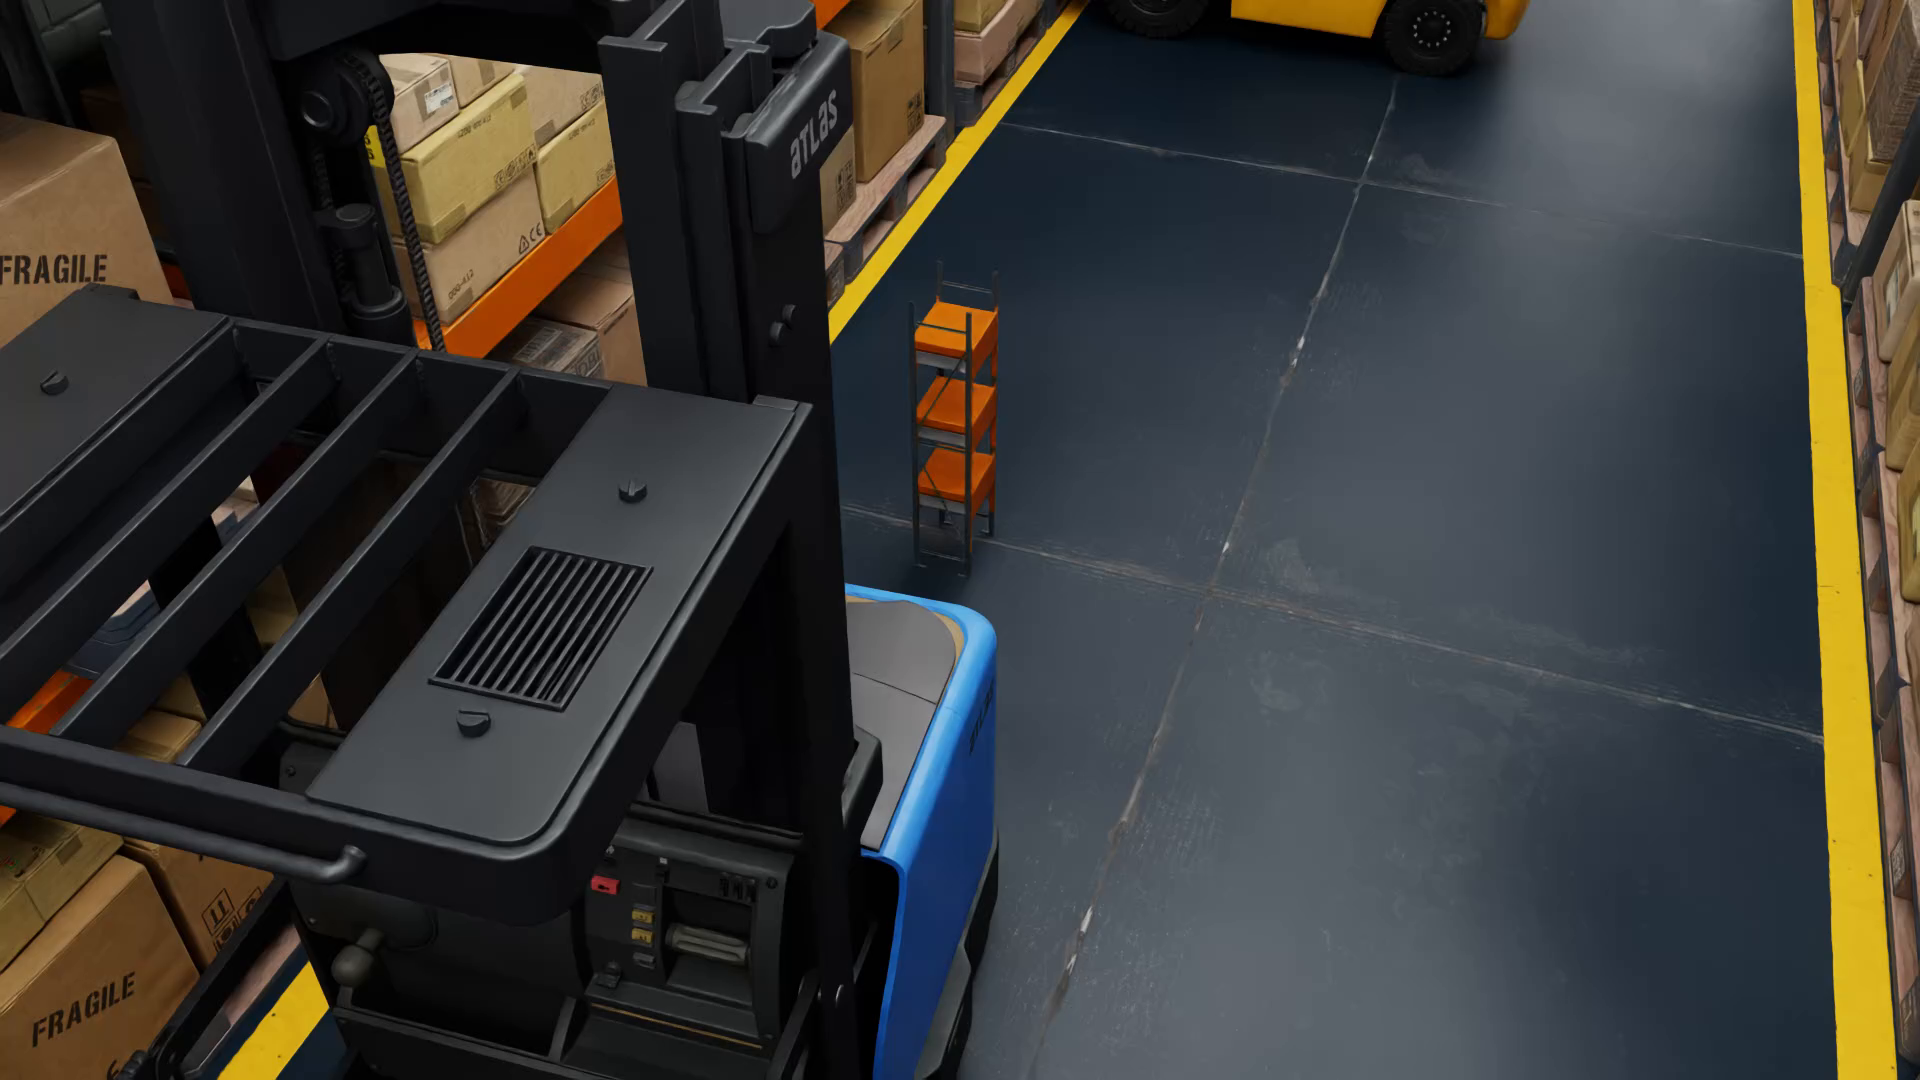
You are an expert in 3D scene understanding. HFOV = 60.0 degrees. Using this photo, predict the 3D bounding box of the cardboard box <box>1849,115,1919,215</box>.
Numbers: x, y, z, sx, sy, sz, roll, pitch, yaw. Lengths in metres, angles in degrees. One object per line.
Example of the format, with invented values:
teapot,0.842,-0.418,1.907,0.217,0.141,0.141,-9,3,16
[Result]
cardboard box,4.099,-1.579,7.084,0.500,0.250,0.500,15,43,17

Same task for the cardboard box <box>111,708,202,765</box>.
cardboard box,-2.011,0.522,3.930,0.380,0.149,0.250,12,42,14

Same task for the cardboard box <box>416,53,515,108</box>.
cardboard box,-1.408,-1.281,4.364,0.380,0.149,0.250,14,42,16

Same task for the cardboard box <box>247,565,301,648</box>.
cardboard box,-1.815,0.197,4.310,0.380,0.149,0.250,11,42,13

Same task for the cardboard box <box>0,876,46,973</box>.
cardboard box,-2.228,0.825,3.575,0.380,0.149,0.250,13,42,14

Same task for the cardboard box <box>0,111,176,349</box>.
cardboard box,-2.207,-0.623,3.768,0.500,0.500,0.500,15,43,17

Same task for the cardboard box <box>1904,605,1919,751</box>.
cardboard box,3.229,0.441,4.623,0.950,0.372,0.625,13,42,14

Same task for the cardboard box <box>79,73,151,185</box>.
cardboard box,-1.992,-1.173,4.544,0.500,0.250,0.500,14,42,16

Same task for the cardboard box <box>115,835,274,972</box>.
cardboard box,-2.008,0.695,4.226,0.500,0.500,0.500,13,42,14

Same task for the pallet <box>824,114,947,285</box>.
pallet,-0.732,-1.625,7.492,1.003,0.211,1.213,13,42,15

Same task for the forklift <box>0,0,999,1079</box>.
forklift,-0.790,0.703,2.668,1.130,2.935,3.031,10,42,12

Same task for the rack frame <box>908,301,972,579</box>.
rack frame,-0.060,-0.292,5.284,0.200,1.050,0.008,13,42,15

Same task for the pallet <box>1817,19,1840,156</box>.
pallet,4.761,-2.148,8.105,1.003,0.211,1.213,13,42,15

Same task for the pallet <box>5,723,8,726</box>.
pallet,-2.545,0.556,2.935,1.003,0.211,1.213,13,42,15

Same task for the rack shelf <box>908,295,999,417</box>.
rack shelf,-0.018,-0.575,5.194,0.215,0.259,0.240,13,42,15

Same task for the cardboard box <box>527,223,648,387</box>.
cardboard box,-1.442,-0.738,5.810,0.875,0.625,0.625,15,43,16

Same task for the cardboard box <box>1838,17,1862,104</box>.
cardboard box,4.450,-2.215,7.830,0.500,0.250,0.500,14,42,16

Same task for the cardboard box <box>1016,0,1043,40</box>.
cardboard box,0.119,-2.793,8.507,0.500,0.250,0.500,12,42,14

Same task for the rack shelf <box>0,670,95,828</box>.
rack shelf,-2.568,0.789,3.068,1.077,0.370,4.000,13,42,15

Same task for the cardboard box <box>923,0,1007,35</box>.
cardboard box,-0.061,-2.675,7.983,0.500,0.250,0.500,13,42,15

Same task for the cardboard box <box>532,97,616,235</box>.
cardboard box,-1.326,-1.169,4.925,0.500,0.250,0.500,12,42,14

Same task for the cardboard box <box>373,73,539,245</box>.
cardboard box,-1.479,-1.048,4.398,0.500,0.250,0.500,13,42,15

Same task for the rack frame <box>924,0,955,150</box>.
rack frame,-0.516,-3.144,7.124,1.000,3.000,0.127,13,42,15

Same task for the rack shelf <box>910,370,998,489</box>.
rack shelf,-0.018,-0.359,5.378,0.215,0.259,0.240,13,42,15

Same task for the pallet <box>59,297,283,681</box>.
pallet,-2.050,-0.202,3.824,1.213,0.211,1.003,13,42,15

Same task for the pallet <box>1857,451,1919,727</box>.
pallet,3.469,0.238,5.308,1.003,0.211,1.213,13,42,15

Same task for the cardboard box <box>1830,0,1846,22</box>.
cardboard box,4.800,-2.858,8.584,0.500,0.250,0.500,15,43,17

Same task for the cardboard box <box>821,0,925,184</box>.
cardboard box,-0.684,-2.080,7.383,0.875,0.625,0.625,15,43,17

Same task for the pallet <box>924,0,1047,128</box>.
pallet,-0.205,-2.559,8.587,1.003,0.211,1.213,13,42,15

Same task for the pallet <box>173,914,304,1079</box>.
pallet,-2.175,0.803,4.646,1.003,0.211,1.213,13,42,15

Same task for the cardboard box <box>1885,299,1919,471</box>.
cardboard box,3.730,-0.445,5.662,0.950,0.372,0.625,16,43,18

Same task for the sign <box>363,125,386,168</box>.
sign,-1.371,-1.000,3.780,0.100,0.325,0.005,13,42,15

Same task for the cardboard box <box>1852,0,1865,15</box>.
cardboard box,4.620,-2.814,7.955,0.500,0.500,0.500,14,42,16

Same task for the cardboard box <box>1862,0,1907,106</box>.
cardboard box,4.272,-2.175,7.205,0.500,0.500,0.500,14,42,16

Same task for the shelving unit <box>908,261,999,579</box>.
shelving unit,-0.018,-0.367,5.371,0.215,1.050,0.252,13,42,15
